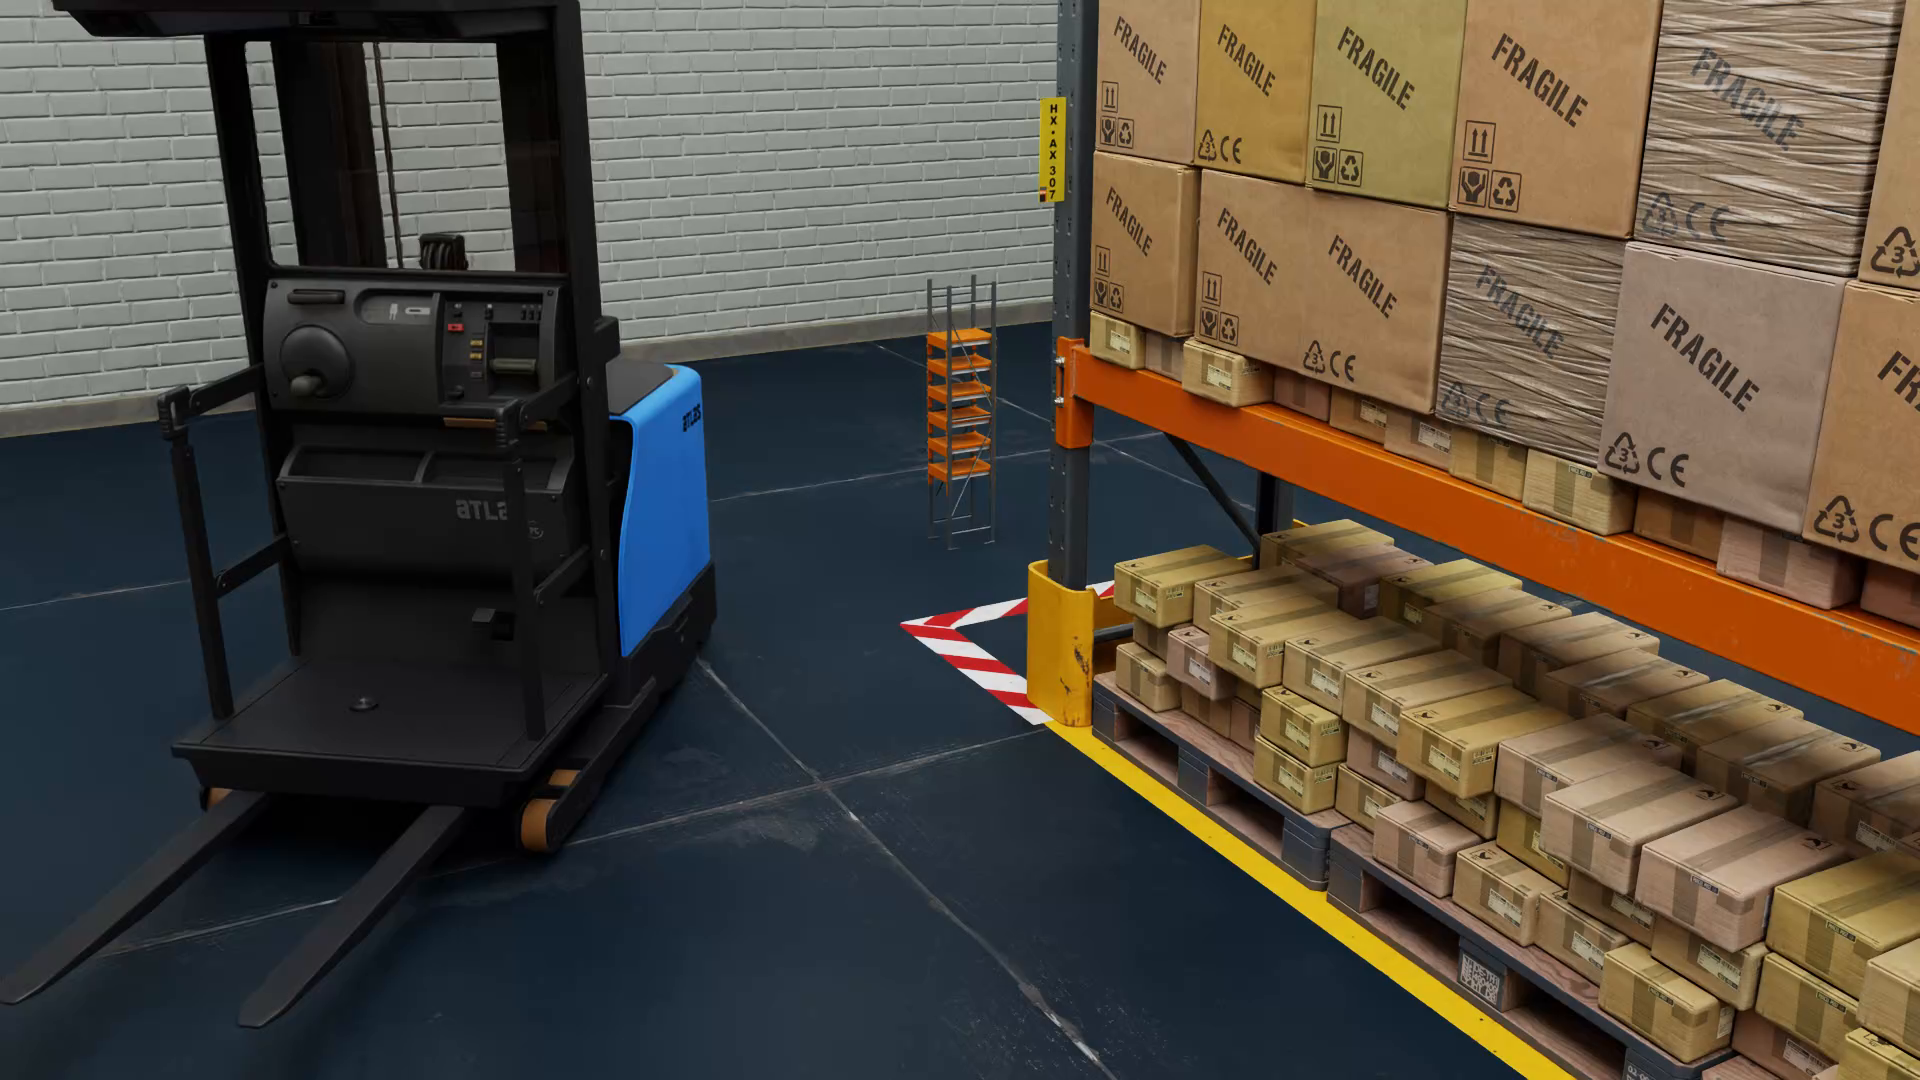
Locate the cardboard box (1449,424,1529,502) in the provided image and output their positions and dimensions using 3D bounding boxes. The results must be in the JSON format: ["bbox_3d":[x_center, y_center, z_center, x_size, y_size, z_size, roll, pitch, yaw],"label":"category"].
[{"bbox_3d":[1.427,-0.220,4.057,0.380,0.149,0.250,-9,21,-25],"label":"cardboard box"}]

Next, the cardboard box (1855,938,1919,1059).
[{"bbox_3d":[1.997,0.894,3.257,0.380,0.149,0.250,-10,22,-27],"label":"cardboard box"}]

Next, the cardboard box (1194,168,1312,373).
[{"bbox_3d":[1.023,-0.789,4.711,0.500,0.500,0.500,-10,21,-27],"label":"cardboard box"}]

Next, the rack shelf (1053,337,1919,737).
[{"bbox_3d":[1.726,-0.009,4.161,1.077,0.370,4.000,-10,21,-27],"label":"rack shelf"}]

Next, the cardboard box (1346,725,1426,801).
[{"bbox_3d":[1.309,0.572,4.647,0.380,0.149,0.250,-11,22,-29],"label":"cardboard box"}]

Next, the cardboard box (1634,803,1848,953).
[{"bbox_3d":[1.732,0.744,3.692,0.380,0.149,0.250,-11,22,-29],"label":"cardboard box"}]

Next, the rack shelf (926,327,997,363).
[{"bbox_3d":[0.007,-0.861,7.321,0.258,0.103,0.180,-10,21,-27],"label":"rack shelf"}]

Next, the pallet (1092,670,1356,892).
[{"bbox_3d":[1.167,0.656,5.407,1.003,0.211,1.213,-10,21,-27],"label":"pallet"}]

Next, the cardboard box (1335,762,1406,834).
[{"bbox_3d":[1.293,0.708,4.709,0.380,0.149,0.250,-10,21,-27],"label":"cardboard box"}]

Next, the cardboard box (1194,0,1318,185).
[{"bbox_3d":[1.001,-1.270,4.570,0.500,0.500,0.500,-9,21,-25],"label":"cardboard box"}]

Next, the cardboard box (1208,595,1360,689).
[{"bbox_3d":[0.970,0.301,4.976,0.380,0.149,0.250,-10,21,-27],"label":"cardboard box"}]

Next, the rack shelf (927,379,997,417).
[{"bbox_3d":[0.007,-0.634,7.399,0.258,0.103,0.180,-10,21,-27],"label":"rack shelf"}]

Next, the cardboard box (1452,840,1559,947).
[{"bbox_3d":[1.489,0.868,4.243,0.380,0.149,0.250,-10,21,-27],"label":"cardboard box"}]

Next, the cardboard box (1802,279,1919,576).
[{"bbox_3d":[1.952,-0.207,3.023,0.500,0.500,0.500,-11,22,-28],"label":"cardboard box"}]

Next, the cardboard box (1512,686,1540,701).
[{"bbox_3d":[1.783,0.489,4.888,0.380,0.149,0.250,-10,21,-26],"label":"cardboard box"}]

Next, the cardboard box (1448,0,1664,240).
[{"bbox_3d":[1.473,-0.971,3.705,0.500,0.500,0.500,-11,22,-28],"label":"cardboard box"}]

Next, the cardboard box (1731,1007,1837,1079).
[{"bbox_3d":[1.939,1.067,3.668,0.380,0.149,0.250,-11,22,-28],"label":"cardboard box"}]

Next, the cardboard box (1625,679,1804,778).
[{"bbox_3d":[1.975,0.510,4.370,0.380,0.149,0.250,-10,21,-26],"label":"cardboard box"}]

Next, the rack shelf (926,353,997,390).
[{"bbox_3d":[0.007,-0.748,7.360,0.258,0.103,0.180,-10,21,-27],"label":"rack shelf"}]

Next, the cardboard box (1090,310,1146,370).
[{"bbox_3d":[0.641,-0.660,5.332,0.380,0.149,0.250,-10,21,-27],"label":"cardboard box"}]

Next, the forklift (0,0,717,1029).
[{"bbox_3d":[-1.685,-0.579,4.815,1.130,2.935,3.031,3,19,8],"label":"forklift"}]

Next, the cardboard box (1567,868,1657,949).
[{"bbox_3d":[1.683,0.805,3.969,0.380,0.149,0.250,-11,22,-29],"label":"cardboard box"}]

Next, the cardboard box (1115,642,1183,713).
[{"bbox_3d":[0.743,0.426,5.524,0.380,0.149,0.250,-10,21,-26],"label":"cardboard box"}]

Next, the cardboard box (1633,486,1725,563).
[{"bbox_3d":[1.711,-0.077,3.642,0.380,0.149,0.250,-10,22,-27],"label":"cardboard box"}]

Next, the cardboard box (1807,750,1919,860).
[{"bbox_3d":[2.259,0.652,3.958,0.380,0.149,0.250,-9,21,-26],"label":"cardboard box"}]

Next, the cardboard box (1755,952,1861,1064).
[{"bbox_3d":[1.931,0.956,3.534,0.380,0.149,0.250,-10,21,-26],"label":"cardboard box"}]

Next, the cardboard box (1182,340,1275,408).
[{"bbox_3d":[0.879,-0.508,4.891,0.380,0.149,0.250,-11,22,-28],"label":"cardboard box"}]

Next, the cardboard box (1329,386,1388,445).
[{"bbox_3d":[1.230,-0.373,4.500,0.380,0.149,0.250,-10,22,-27],"label":"cardboard box"}]

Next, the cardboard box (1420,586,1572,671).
[{"bbox_3d":[1.621,0.278,5.043,0.380,0.149,0.250,-11,22,-29],"label":"cardboard box"}]

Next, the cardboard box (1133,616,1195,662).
[{"bbox_3d":[0.799,0.276,5.504,0.380,0.149,0.250,-9,21,-24],"label":"cardboard box"}]

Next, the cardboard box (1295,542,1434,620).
[{"bbox_3d":[1.319,0.139,5.445,0.380,0.149,0.250,-10,21,-26],"label":"cardboard box"}]

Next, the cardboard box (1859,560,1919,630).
[{"bbox_3d":[1.979,0.071,3.213,0.380,0.149,0.250,-11,22,-28],"label":"cardboard box"}]

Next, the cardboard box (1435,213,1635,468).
[{"bbox_3d":[1.492,-0.501,3.877,0.500,0.500,0.500,-11,22,-28],"label":"cardboard box"}]

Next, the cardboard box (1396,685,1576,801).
[{"bbox_3d":[1.368,0.523,4.332,0.380,0.149,0.250,-10,21,-26],"label":"cardboard box"}]

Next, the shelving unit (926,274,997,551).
[{"bbox_3d":[0.007,-0.563,7.424,0.258,1.200,0.189,-10,21,-27],"label":"shelving unit"}]

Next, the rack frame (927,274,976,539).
[{"bbox_3d":[-0.037,-0.589,7.500,0.240,1.200,0.006,-10,21,-27],"label":"rack frame"}]

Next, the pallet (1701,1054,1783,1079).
[{"bbox_3d":[2.325,1.356,3.377,1.003,0.211,1.213,-10,21,-27],"label":"pallet"}]

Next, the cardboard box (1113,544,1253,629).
[{"bbox_3d":[0.726,0.148,5.418,0.380,0.149,0.250,-11,22,-29],"label":"cardboard box"}]
